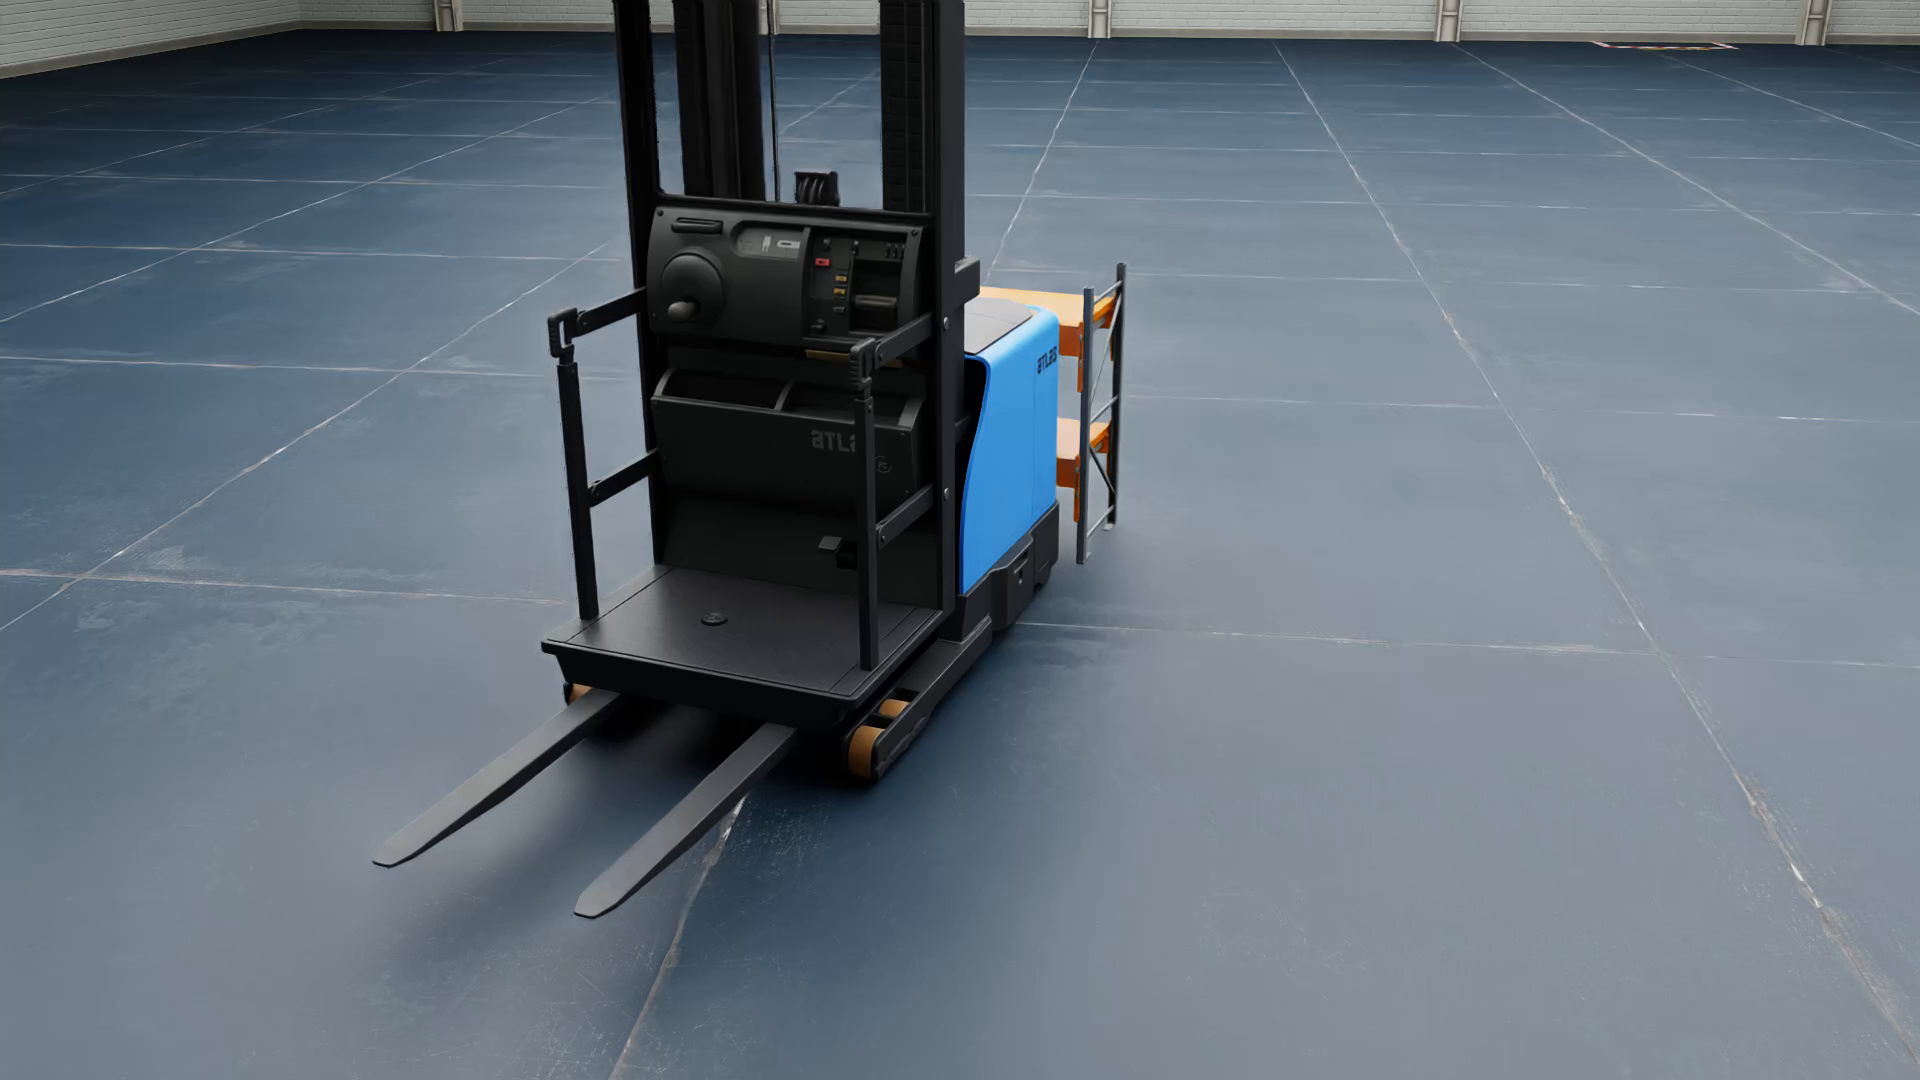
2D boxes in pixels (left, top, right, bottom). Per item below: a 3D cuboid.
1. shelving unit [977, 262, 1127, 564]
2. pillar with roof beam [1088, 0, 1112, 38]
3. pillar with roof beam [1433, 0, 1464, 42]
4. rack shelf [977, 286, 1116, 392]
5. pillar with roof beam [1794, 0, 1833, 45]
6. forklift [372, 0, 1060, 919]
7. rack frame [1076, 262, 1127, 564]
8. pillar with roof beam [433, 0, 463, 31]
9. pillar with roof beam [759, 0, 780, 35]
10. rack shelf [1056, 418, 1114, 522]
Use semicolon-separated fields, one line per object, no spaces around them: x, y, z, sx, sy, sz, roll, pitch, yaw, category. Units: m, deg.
0.096;-0.582;6.881;1.048;1.125;0.538;8;23;19;shelving unit
1.967;-11.530;23.865;0.400;9.000;9.100;2;22;6;pillar with roof beam
7.926;-11.271;23.209;0.400;9.000;9.100;2;22;6;pillar with roof beam
0.096;-0.854;6.773;1.000;0.278;0.538;8;23;19;rack shelf
13.884;-11.011;22.552;0.400;9.000;9.100;2;22;6;pillar with roof beam
-0.632;-0.804;4.986;1.130;2.935;3.031;8;23;20;forklift
0.571;-0.515;6.712;0.032;1.125;0.500;8;23;19;rack frame
-9.949;-12.050;25.178;0.400;9.000;9.100;2;22;6;pillar with roof beam
-3.991;-11.790;24.522;0.400;9.000;9.100;2;22;6;pillar with roof beam
0.096;-0.354;6.971;1.000;0.278;0.538;8;23;19;rack shelf
